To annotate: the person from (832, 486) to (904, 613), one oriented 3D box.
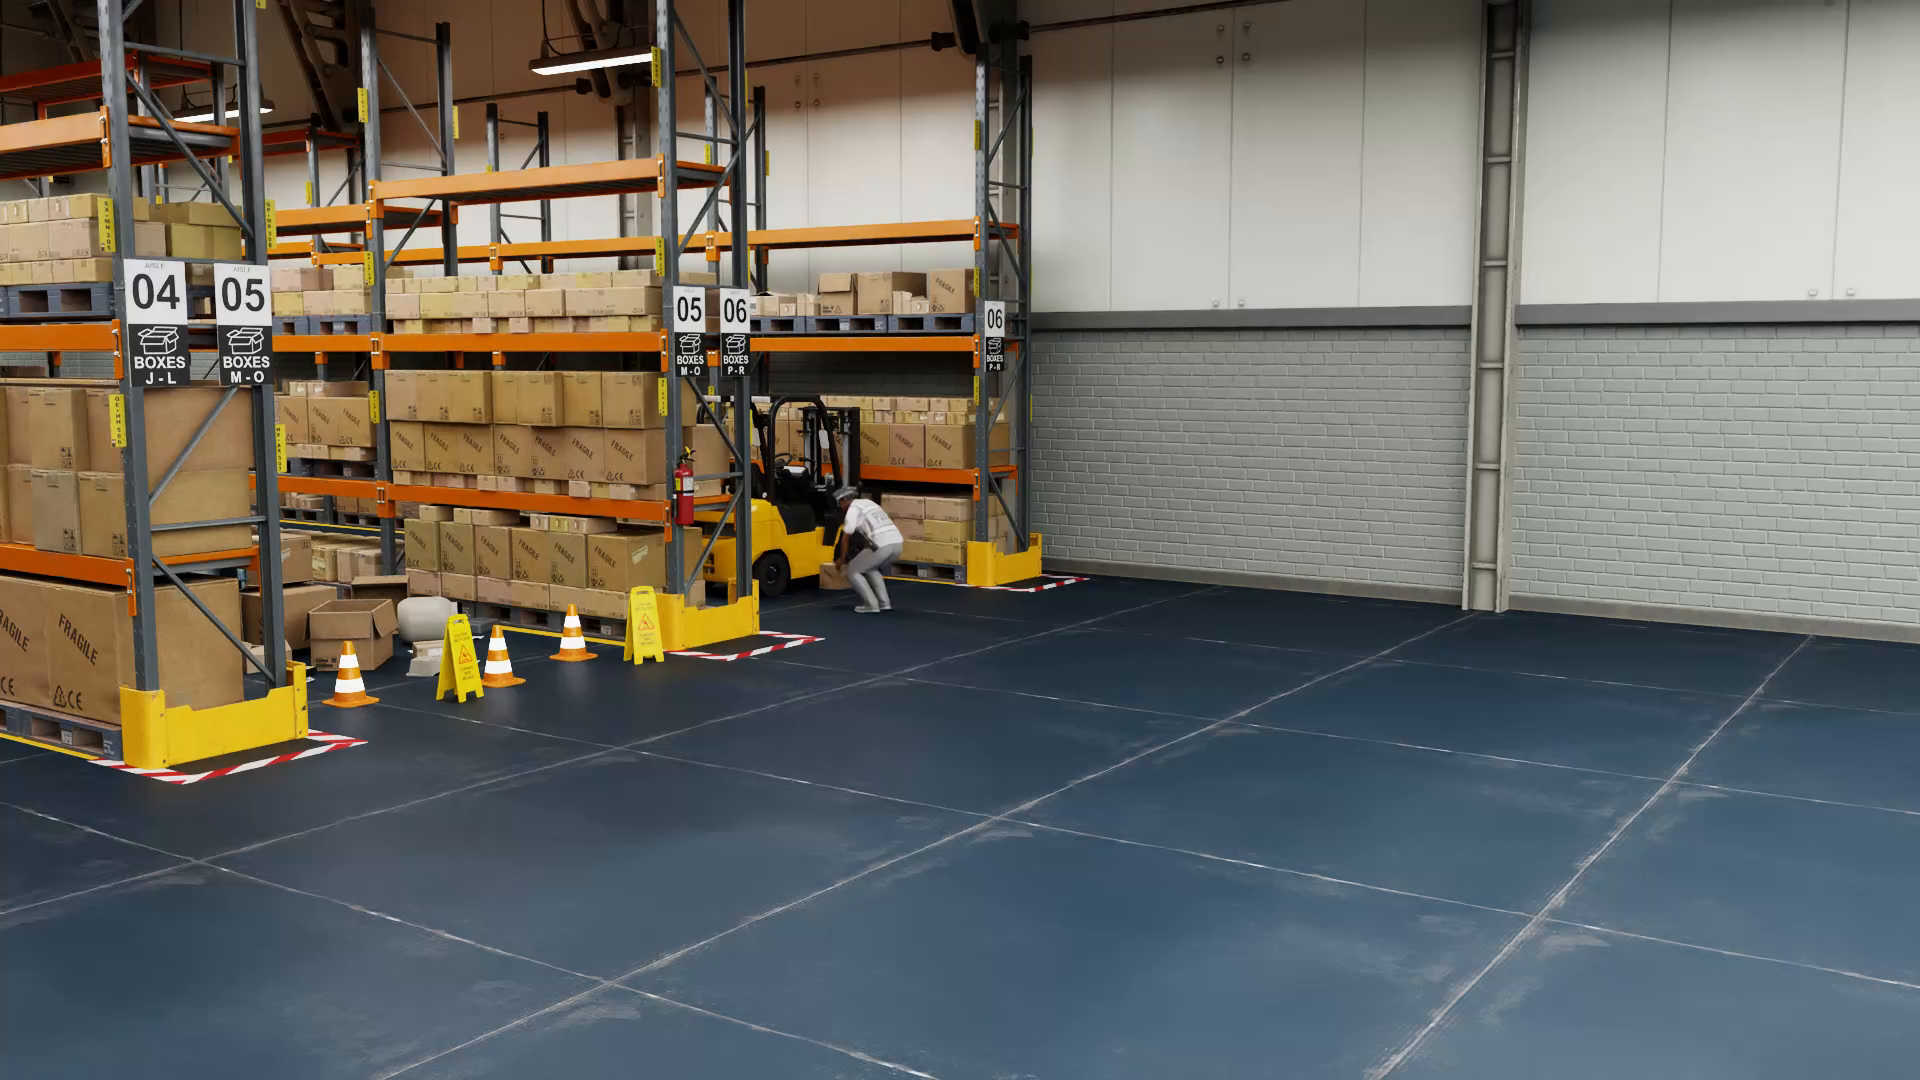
[{"bbox_3d":[-0.962,0.094,16.932,0.766,1.277,0.496,4,8,34],"label":"person"}]
